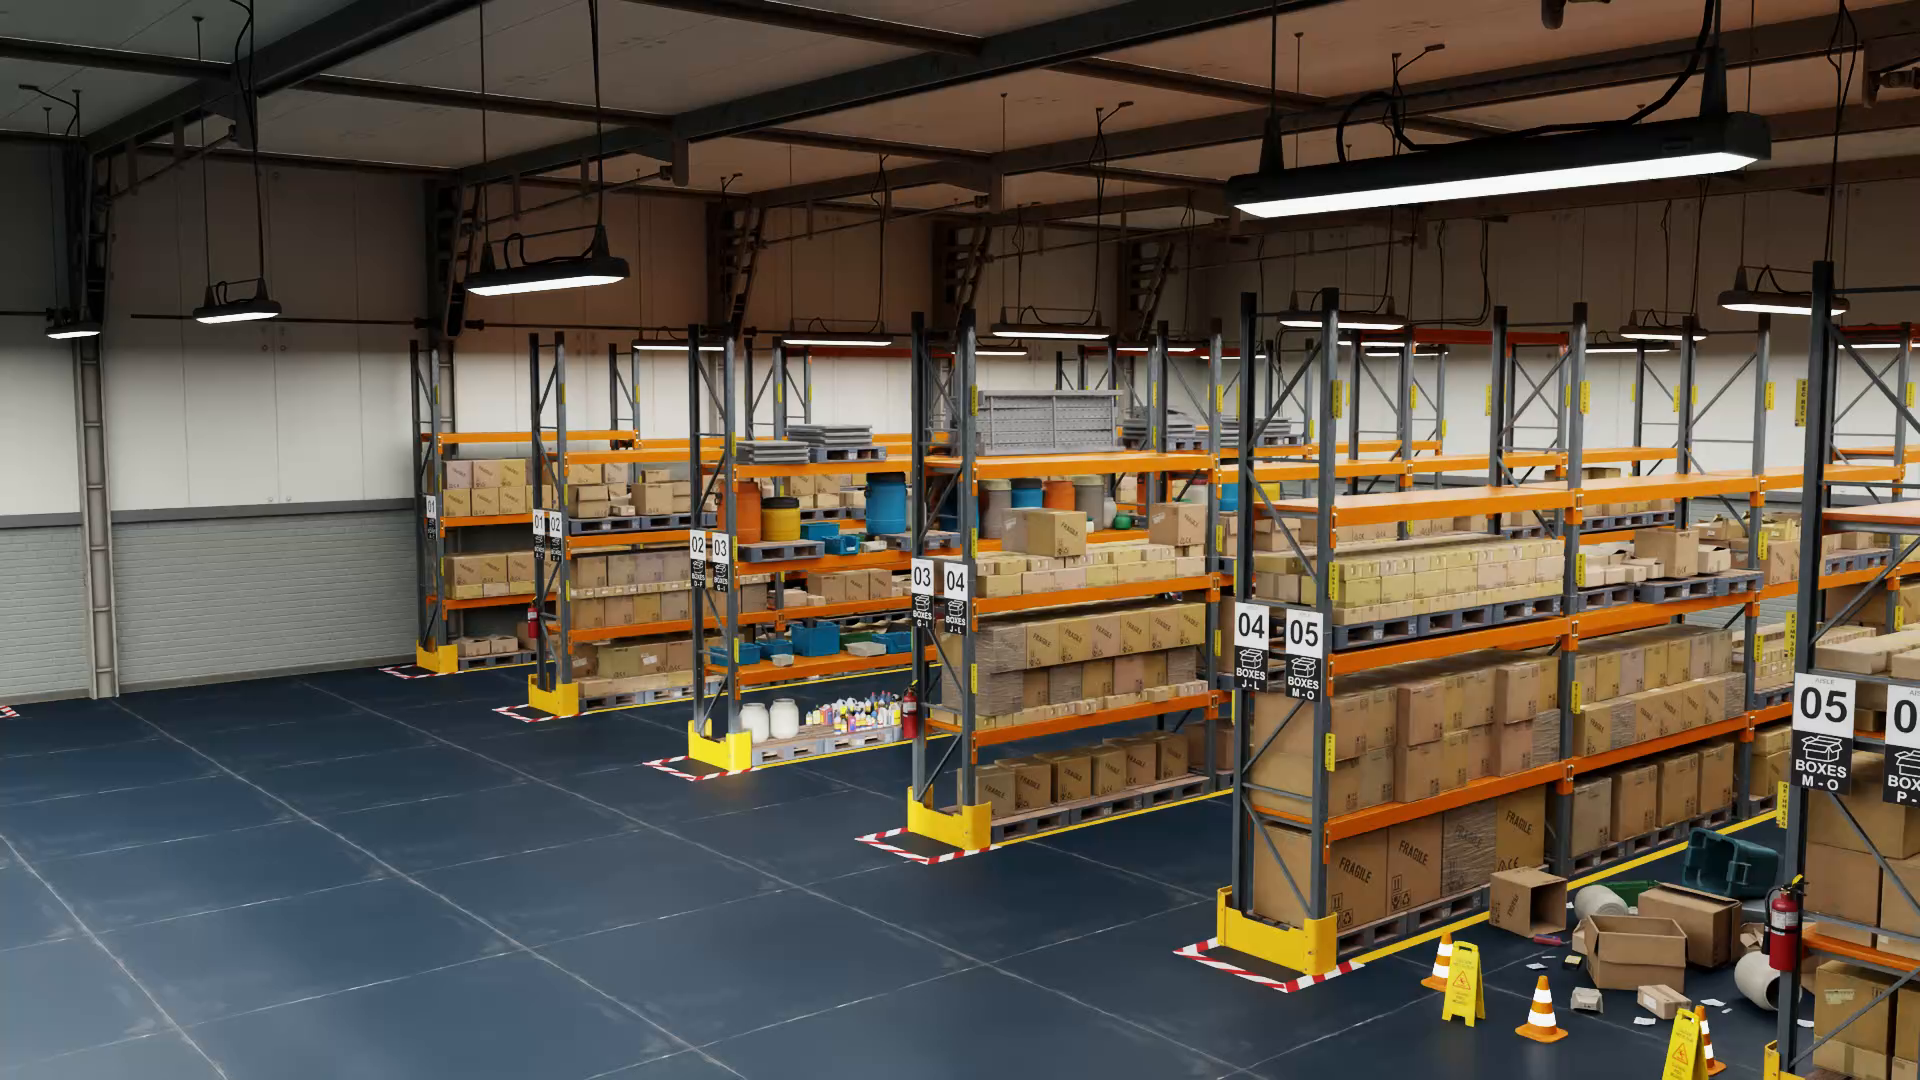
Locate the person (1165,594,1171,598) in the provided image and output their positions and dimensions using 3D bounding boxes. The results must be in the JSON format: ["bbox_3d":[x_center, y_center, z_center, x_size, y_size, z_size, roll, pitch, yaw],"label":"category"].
[{"bbox_3d":[3.683,1.514,30.361,0.396,1.688,0.498,3,6,27],"label":"person"}]
